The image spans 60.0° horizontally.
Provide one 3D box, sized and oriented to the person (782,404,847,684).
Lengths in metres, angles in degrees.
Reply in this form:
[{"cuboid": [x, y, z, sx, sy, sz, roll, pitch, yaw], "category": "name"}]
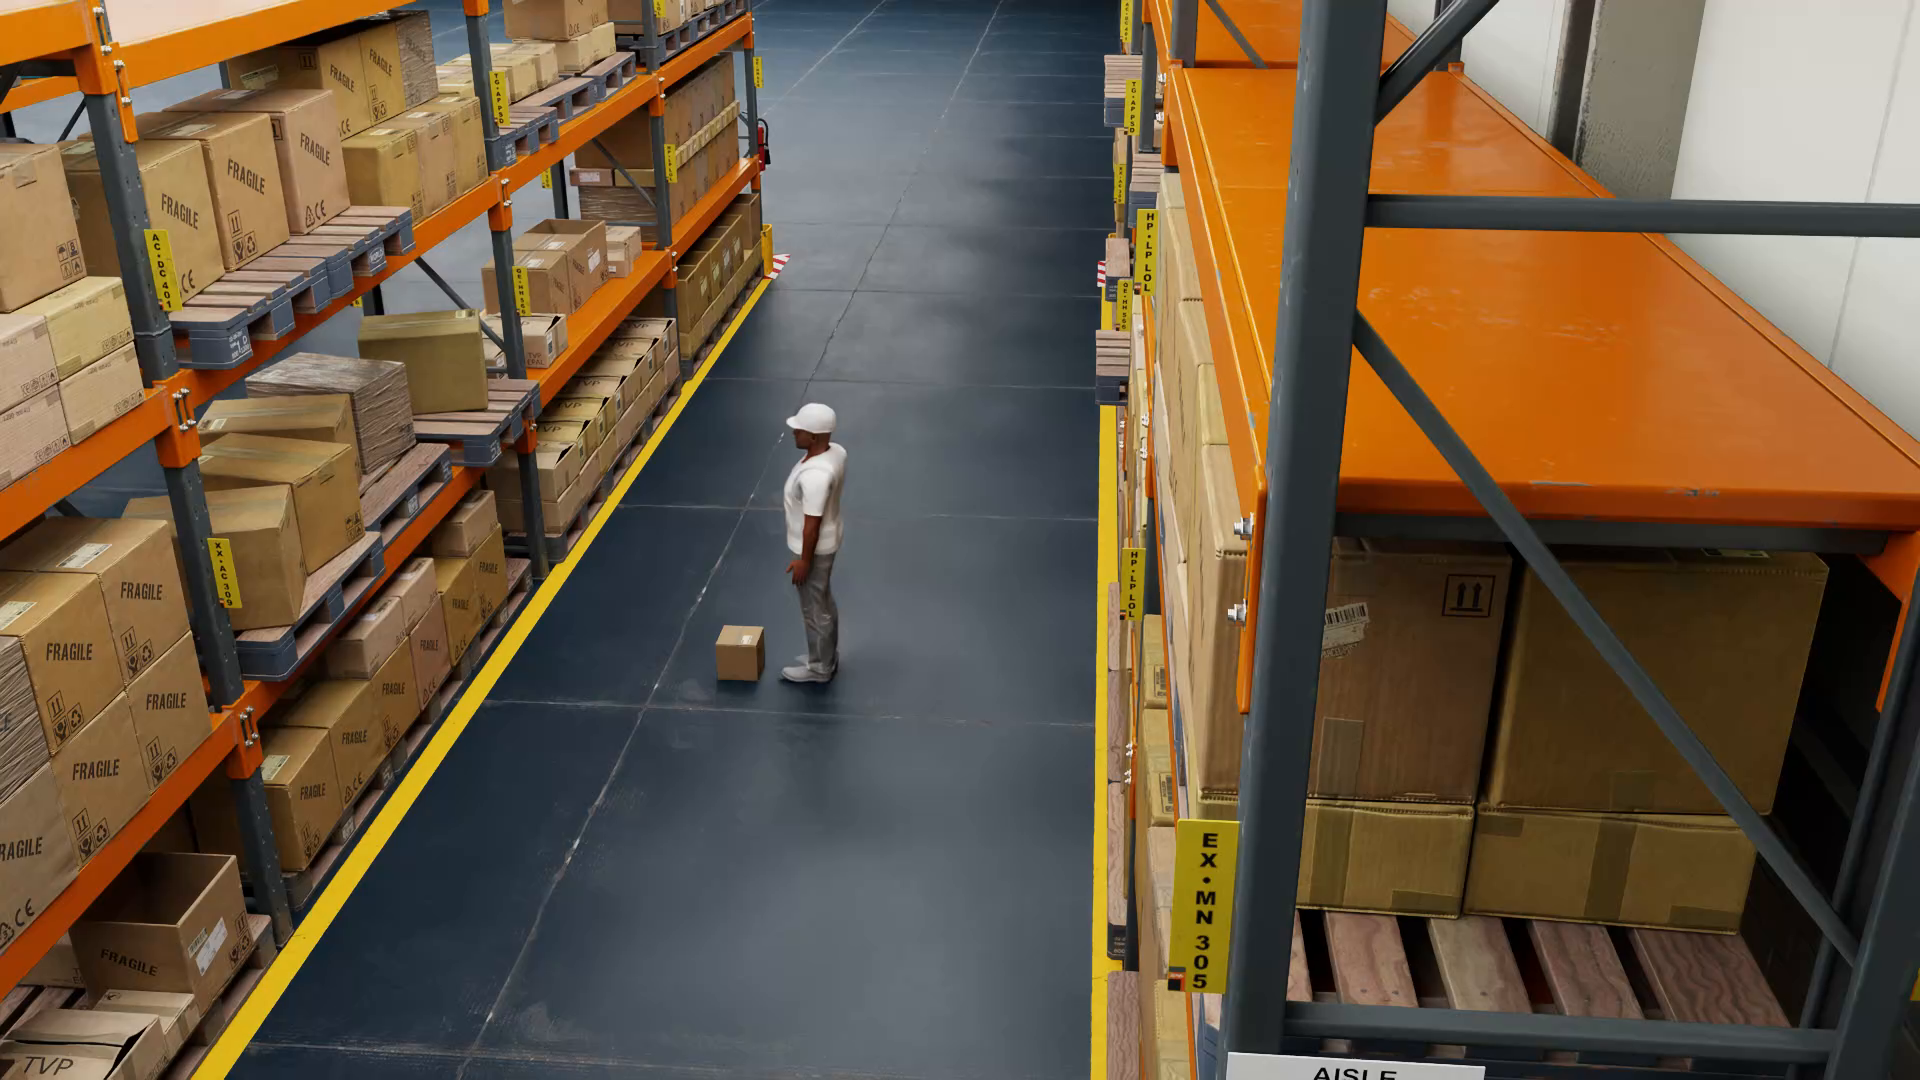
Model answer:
[{"cuboid": [-0.885, 0.041, 9.925, 0.409, 1.805, 0.575, 2, 24, 5], "category": "person"}]
